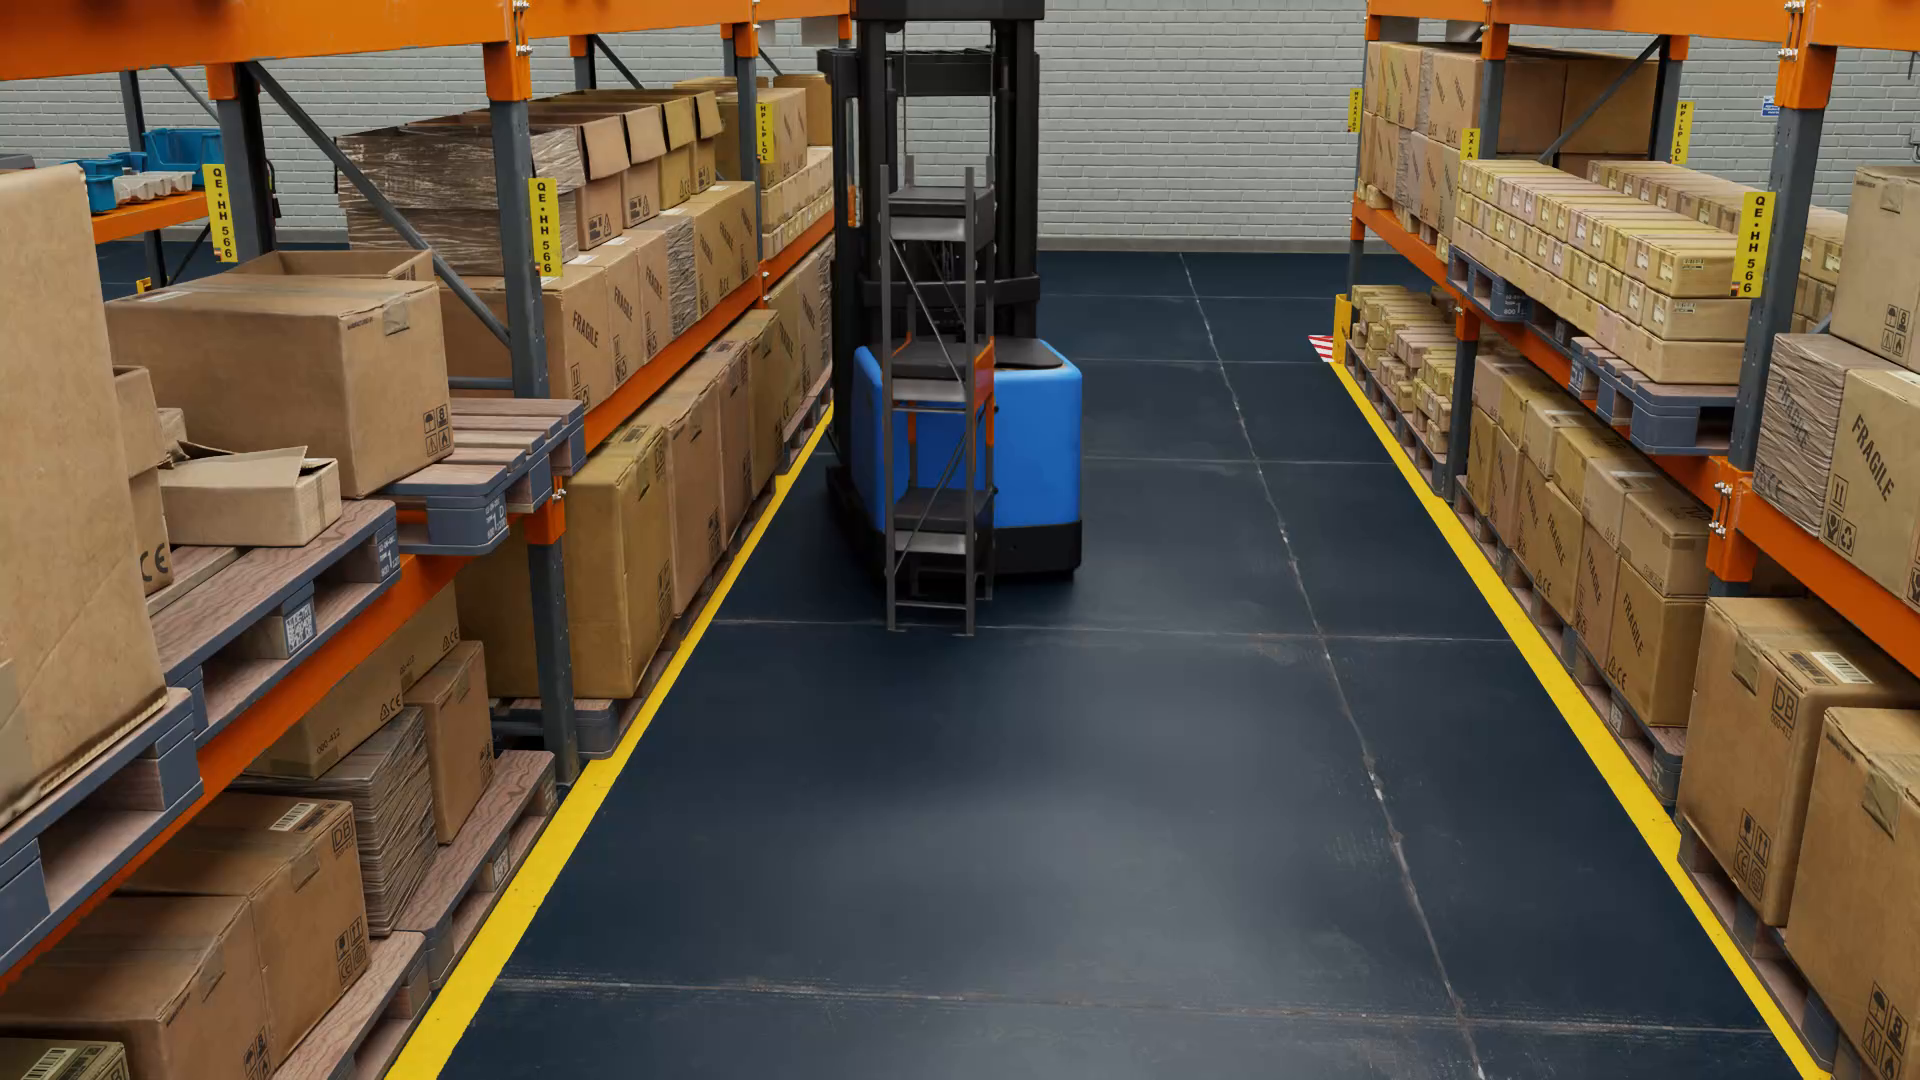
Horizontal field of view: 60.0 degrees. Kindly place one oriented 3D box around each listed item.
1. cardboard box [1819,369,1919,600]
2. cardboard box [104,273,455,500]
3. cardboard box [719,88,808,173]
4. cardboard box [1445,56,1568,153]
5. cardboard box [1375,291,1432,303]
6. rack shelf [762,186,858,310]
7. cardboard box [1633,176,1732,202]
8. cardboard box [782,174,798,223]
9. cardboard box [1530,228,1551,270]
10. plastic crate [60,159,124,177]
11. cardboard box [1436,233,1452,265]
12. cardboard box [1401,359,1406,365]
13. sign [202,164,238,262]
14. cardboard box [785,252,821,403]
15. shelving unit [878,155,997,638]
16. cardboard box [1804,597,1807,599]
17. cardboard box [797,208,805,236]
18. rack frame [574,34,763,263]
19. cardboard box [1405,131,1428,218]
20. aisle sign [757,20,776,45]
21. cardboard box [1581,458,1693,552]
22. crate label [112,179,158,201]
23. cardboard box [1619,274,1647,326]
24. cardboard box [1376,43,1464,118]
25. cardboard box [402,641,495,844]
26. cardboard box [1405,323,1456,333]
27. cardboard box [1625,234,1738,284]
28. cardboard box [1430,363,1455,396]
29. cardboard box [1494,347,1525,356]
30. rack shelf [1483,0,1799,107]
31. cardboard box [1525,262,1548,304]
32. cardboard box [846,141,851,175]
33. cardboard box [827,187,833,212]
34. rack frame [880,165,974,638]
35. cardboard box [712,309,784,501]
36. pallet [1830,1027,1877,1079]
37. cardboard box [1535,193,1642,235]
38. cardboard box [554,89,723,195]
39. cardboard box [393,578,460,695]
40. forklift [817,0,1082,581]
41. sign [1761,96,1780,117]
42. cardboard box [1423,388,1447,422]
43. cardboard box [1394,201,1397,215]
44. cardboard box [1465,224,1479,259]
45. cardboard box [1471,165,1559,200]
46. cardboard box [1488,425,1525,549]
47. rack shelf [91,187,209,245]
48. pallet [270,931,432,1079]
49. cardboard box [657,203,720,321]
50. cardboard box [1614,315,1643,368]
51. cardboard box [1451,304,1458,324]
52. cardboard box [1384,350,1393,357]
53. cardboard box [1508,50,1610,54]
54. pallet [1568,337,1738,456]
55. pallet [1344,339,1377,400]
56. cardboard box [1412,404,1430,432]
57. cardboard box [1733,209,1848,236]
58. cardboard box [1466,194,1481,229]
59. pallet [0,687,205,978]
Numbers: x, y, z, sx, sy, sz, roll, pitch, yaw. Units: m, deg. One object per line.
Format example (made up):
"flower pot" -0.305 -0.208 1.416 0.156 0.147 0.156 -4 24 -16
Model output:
"cardboard box" 2.677 -0.152 4.410 0.500 0.500 0.500 1 18 3
"cardboard box" -1.867 -0.441 4.617 0.700 0.500 0.500 4 19 12
"cardboard box" -1.276 -2.664 10.796 0.500 0.500 0.500 1 18 2
"cardboard box" 3.063 -2.454 9.352 0.500 0.500 0.500 1 18 2
"cardboard box" 3.309 -1.765 12.440 0.380 0.149 0.250 2 18 5
"rack shelf" -1.498 -2.060 11.547 1.077 0.370 4.000 1 18 4
"cardboard box" 3.407 -1.627 7.845 0.380 0.149 0.250 1 18 4
"cardboard box" -1.306 -2.145 10.415 0.500 0.250 0.500 1 18 4
"cardboard box" 2.702 -1.262 7.209 0.380 0.149 0.250 1 18 3
"plastic crate" -6.688 -2.809 12.850 0.416 0.233 0.300 1 18 4
"cardboard box" 2.996 -1.695 9.683 0.380 0.149 0.250 1 18 2
"cardboard box" 3.258 -1.301 11.503 0.380 0.149 0.250 2 18 7
"sign" -2.482 -1.100 5.603 0.100 0.325 0.005 1 18 4
"cardboard box" -1.450 -1.453 11.278 0.875 0.875 0.875 1 18 4
"shelving unit" -0.090 -0.640 7.502 0.431 2.100 0.503 3 18 11
"cardboard box" 3.317 0.378 6.292 0.500 0.500 0.500 1 18 2
"cardboard box" -1.216 -2.070 10.827 0.380 0.149 0.250 1 18 3
"rack frame" -1.641 -1.781 9.540 1.000 3.000 0.127 1 18 4
"cardboard box" 3.127 -2.300 10.485 0.500 0.500 0.500 1 18 4
"aisle sign" -1.648 -4.287 13.015 0.394 0.787 0.004 1 18 4
"cardboard box" 2.825 -0.140 6.667 0.500 0.250 0.500 2 18 5
"crate label" -6.203 -2.603 12.376 0.396 0.136 0.243 1 18 4
"cardboard box" 2.611 -0.864 5.994 0.380 0.149 0.250 2 18 6
"cardboard box" 3.259 -3.254 11.794 0.500 0.500 0.500 2 18 6
"cardboard box" -1.956 0.649 5.433 0.700 0.500 0.500 0 18 1
"cardboard box" 3.212 -1.364 11.216 0.380 0.149 0.250 1 18 4
"cardboard box" 2.610 -0.999 5.929 0.380 0.149 0.250 1 18 3
"cardboard box" 3.043 -0.962 9.992 0.380 0.149 0.250 2 18 5
"cardboard box" 3.574 -1.114 10.453 0.380 0.149 0.250 1 18 2
"rack shelf" 3.155 -2.101 6.855 1.077 0.370 4.000 1 18 4
"cardboard box" 2.702 -1.123 7.261 0.380 0.149 0.250 0 18 1
"cardboard box" -1.124 -2.936 12.831 0.500 0.250 0.500 1 18 3
"cardboard box" -1.123 -2.468 12.042 0.380 0.149 0.250 1 18 3
"rack frame" -0.136 -0.565 7.274 0.400 2.100 0.015 3 18 11
"cardboard box" -1.667 -0.771 9.197 1.225 0.875 0.875 1 18 4
"pallet" 2.790 1.550 3.853 1.003 0.211 1.213 1 18 4
"cardboard box" 2.704 -1.404 7.164 0.380 0.149 0.250 2 18 6
"cardboard box" -1.679 -2.106 8.762 0.797 0.503 0.637 1 18 2
"cardboard box" -1.946 0.293 5.315 0.500 0.250 0.500 2 18 6
"forklift" -0.175 -1.614 9.141 1.130 2.935 3.031 -3 18 -10
"sign" 8.867 -4.702 18.021 0.327 0.218 0.001 1 18 4
"cardboard box" 3.011 -0.814 10.016 0.380 0.149 0.250 0 18 1
"cardboard box" 3.260 -2.338 11.646 0.380 0.149 0.250 1 18 3
"cardboard box" 2.798 -1.520 8.474 0.380 0.149 0.250 2 18 5
"cardboard box" 2.798 -1.802 8.380 0.380 0.149 0.250 2 18 5
"cardboard box" 2.945 -0.262 8.246 0.500 0.500 0.500 2 18 6
"rack shelf" -6.438 -2.170 11.885 1.077 0.370 4.000 1 18 4
"pallet" -2.076 1.407 4.289 1.003 0.211 1.213 1 18 4
"cardboard box" -1.475 -1.361 8.098 0.500 0.500 0.500 1 18 3
"cardboard box" 2.609 -0.717 6.022 0.380 0.149 0.250 1 18 4
"cardboard box" 3.751 -1.599 11.935 0.380 0.149 0.250 1 18 2
"cardboard box" 3.230 -1.251 11.828 0.380 0.149 0.250 1 18 4
"cardboard box" 3.663 -2.754 10.267 0.500 0.500 0.500 2 18 5
"pallet" 2.957 -0.529 6.027 1.213 0.211 1.003 1 18 4
"pallet" 3.487 -1.280 12.492 1.003 0.211 1.213 1 18 4
"cardboard box" 3.044 -0.775 10.375 0.380 0.149 0.250 1 18 2
"cardboard box" 3.314 -1.224 6.615 0.380 0.149 0.250 2 18 6
"cardboard box" 2.795 -1.667 8.446 0.380 0.149 0.250 1 18 3
"pallet" -2.015 0.561 2.701 1.003 0.211 1.213 1 18 4
